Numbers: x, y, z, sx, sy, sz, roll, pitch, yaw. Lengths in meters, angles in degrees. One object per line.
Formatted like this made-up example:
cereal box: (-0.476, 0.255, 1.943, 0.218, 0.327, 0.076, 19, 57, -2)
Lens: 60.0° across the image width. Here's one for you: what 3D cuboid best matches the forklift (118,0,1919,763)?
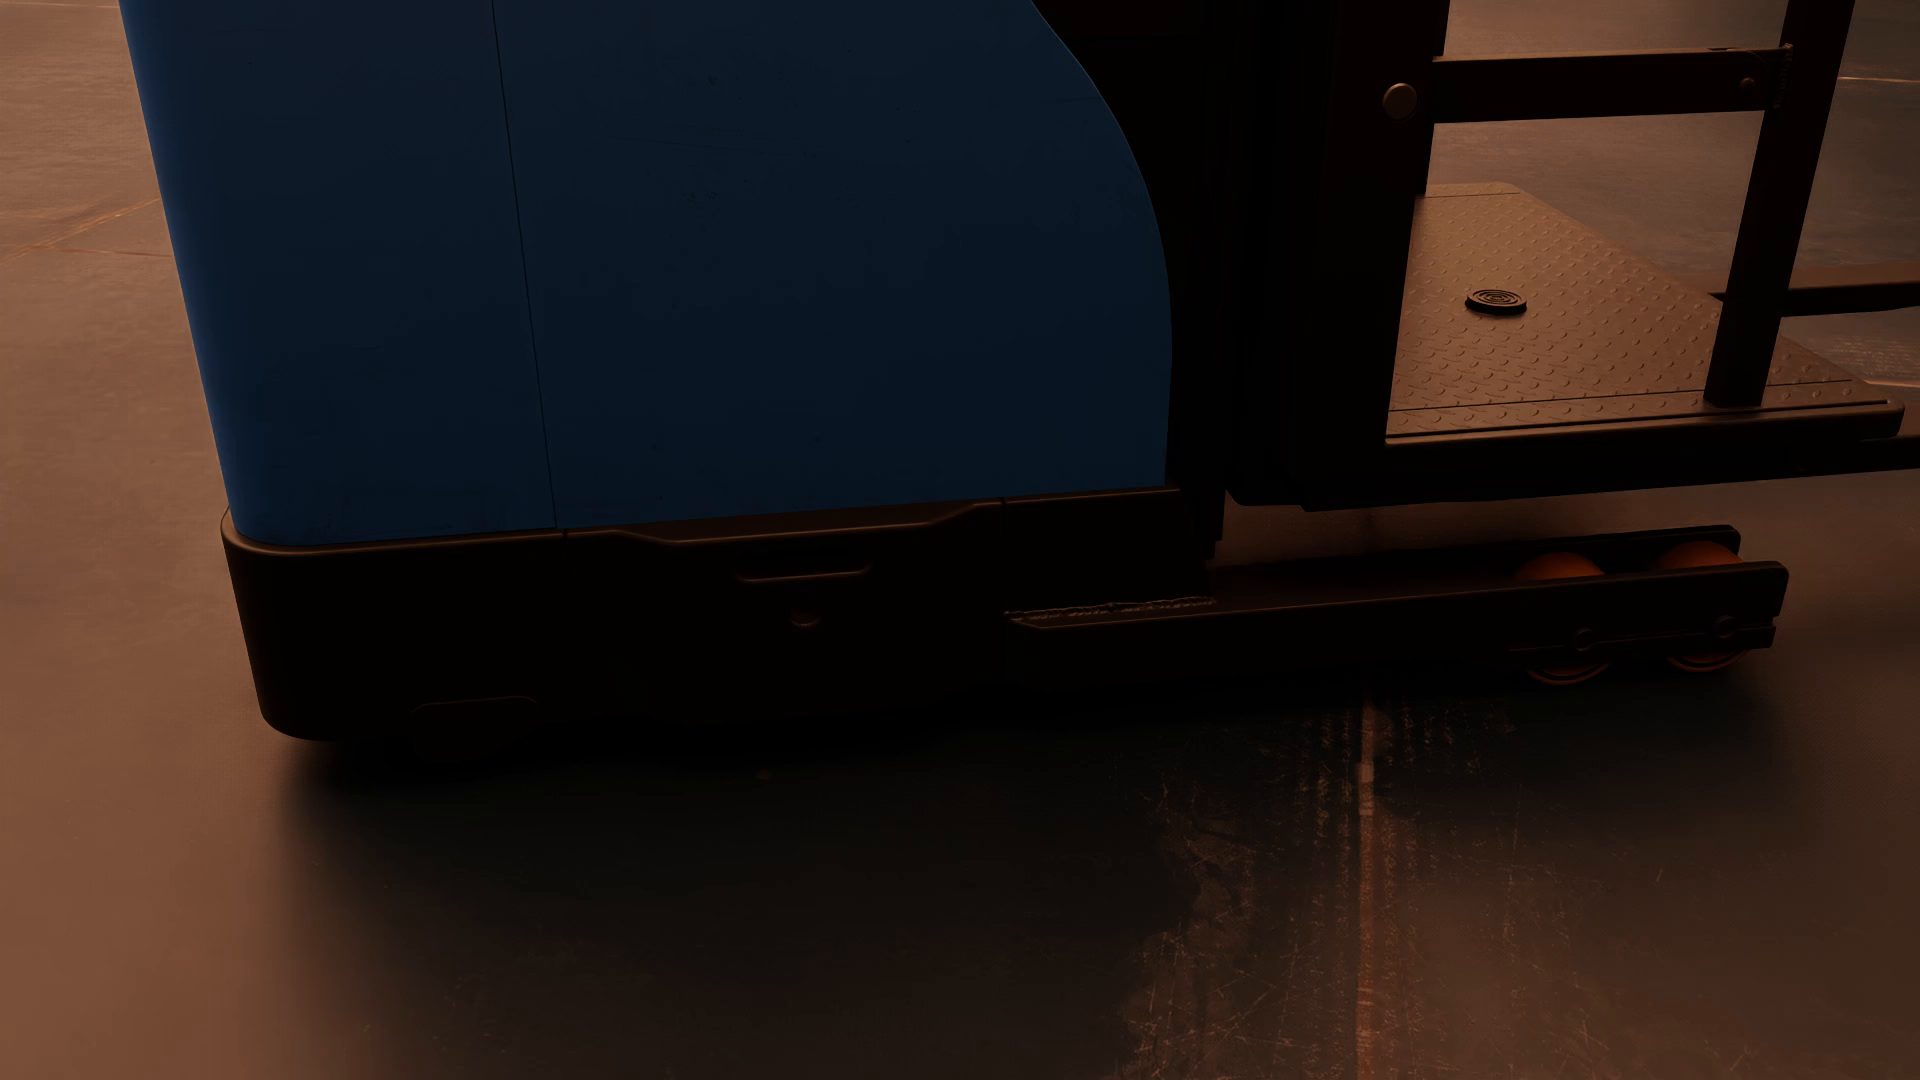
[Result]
forklift: (0.600, -1.354, 1.930, 3.031, 2.935, 1.130, -4, 27, -9)
